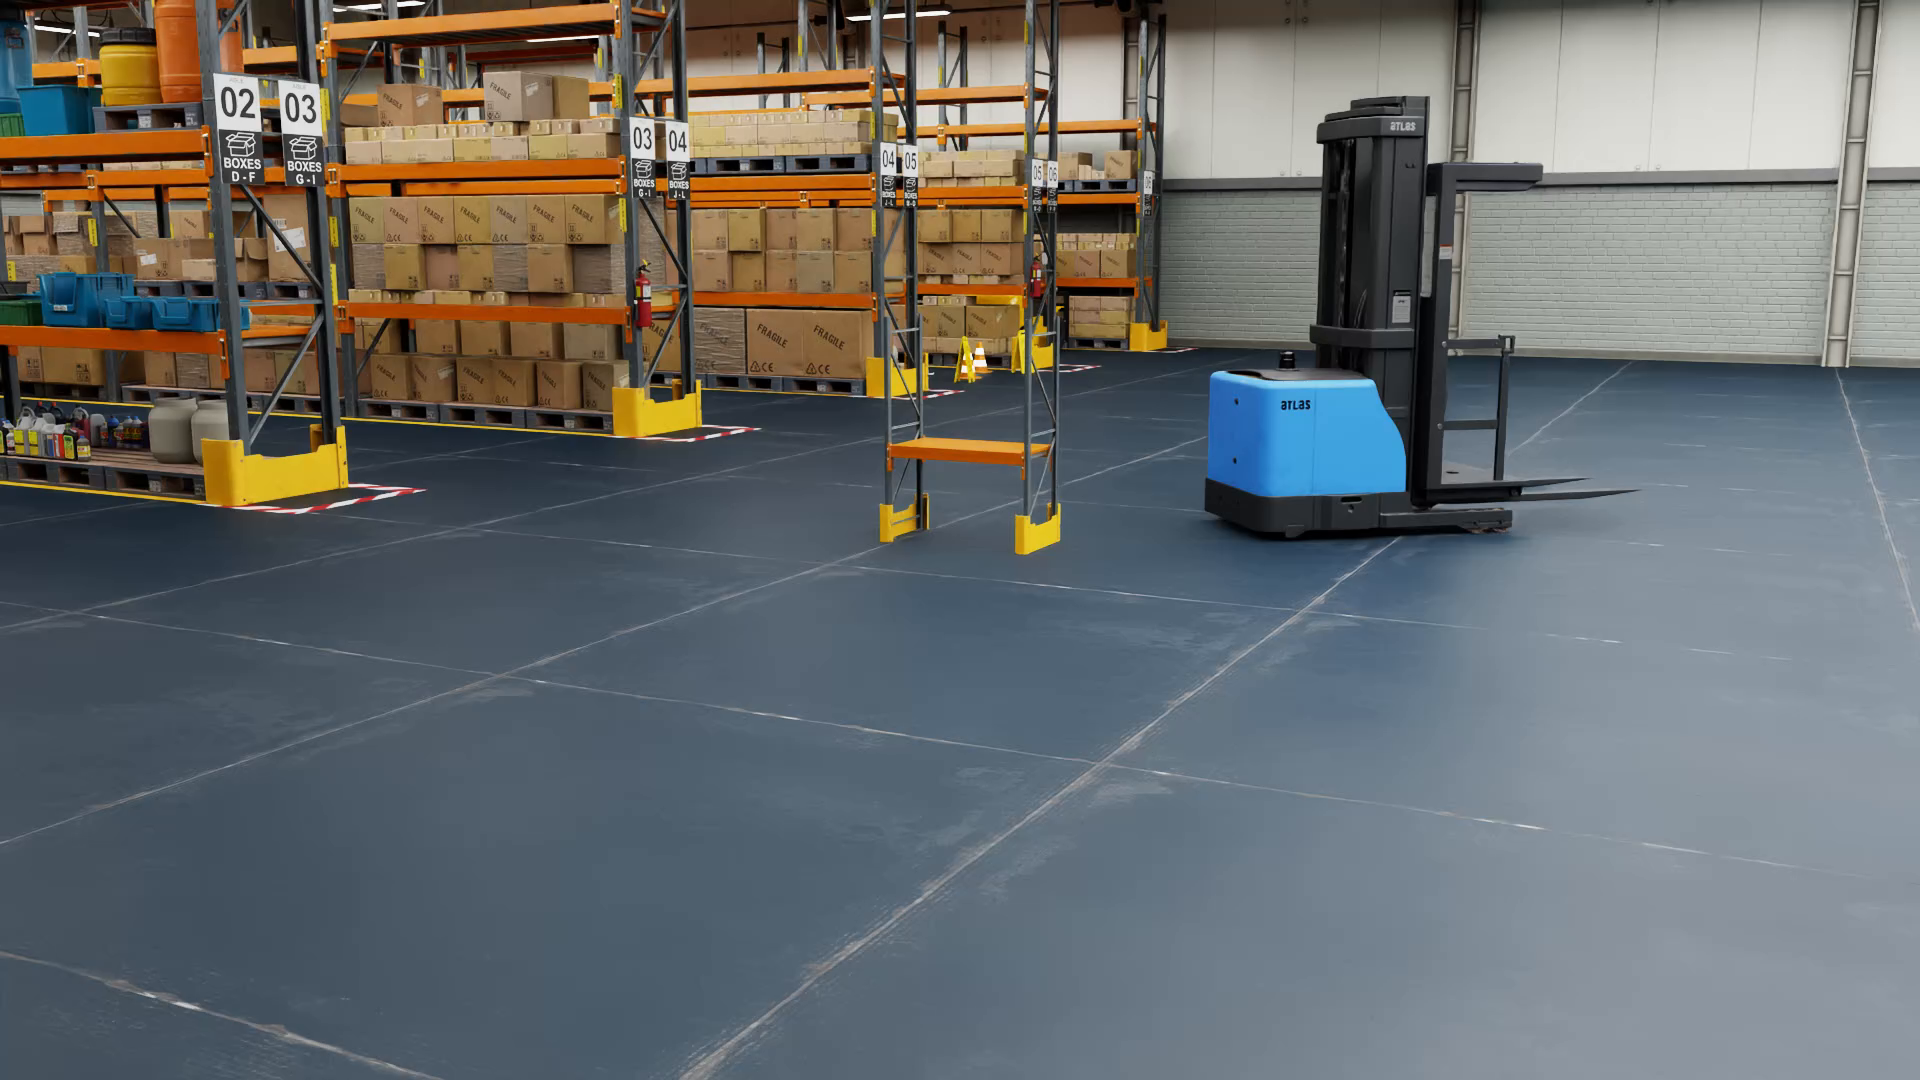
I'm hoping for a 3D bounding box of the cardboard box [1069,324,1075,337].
[{"bbox_3d":[2.007,-3.925,31.035,0.500,0.250,0.500,5,11,26],"label":"cardboard box"}]

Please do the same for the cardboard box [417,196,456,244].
[{"bbox_3d":[-5.522,-3.475,18.086,0.500,0.500,0.500,5,11,26],"label":"cardboard box"}]

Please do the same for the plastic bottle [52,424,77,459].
[{"bbox_3d":[-7.370,-0.811,13.703,0.135,0.276,0.152,5,11,26],"label":"plastic bottle"}]

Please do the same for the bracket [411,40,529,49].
[{"bbox_3d":[-10.373,-11.050,36.908,4.783,0.066,0.076,5,11,26],"label":"bracket"}]

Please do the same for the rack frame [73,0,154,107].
[{"bbox_3d":[-10.298,-6.210,20.273,0.127,3.000,1.000,5,11,26],"label":"rack frame"}]

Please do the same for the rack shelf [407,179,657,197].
[{"bbox_3d":[-6.219,-5.006,24.066,4.000,0.370,1.077,5,11,26],"label":"rack shelf"}]

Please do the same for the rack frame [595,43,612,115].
[{"bbox_3d":[-7.307,-8.901,35.141,0.127,3.000,1.000,5,11,26],"label":"rack frame"}]

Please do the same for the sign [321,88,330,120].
[{"bbox_3d":[-6.953,-4.778,18.226,0.005,0.325,0.100,5,11,26],"label":"sign"}]

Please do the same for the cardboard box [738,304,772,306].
[{"bbox_3d":[-4.194,-4.609,34.113,0.500,0.500,0.500,5,12,27],"label":"cardboard box"}]

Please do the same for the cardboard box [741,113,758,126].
[{"bbox_3d":[-2.658,-5.505,21.806,0.250,0.149,0.380,5,11,26],"label":"cardboard box"}]

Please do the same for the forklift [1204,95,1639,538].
[{"bbox_3d":[3.340,-1.575,11.700,3.031,2.935,1.130,-3,11,-14],"label":"forklift"}]

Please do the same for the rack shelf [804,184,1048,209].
[{"bbox_3d":[-0.532,-5.490,26.737,4.000,0.370,1.077,5,11,26],"label":"rack shelf"}]

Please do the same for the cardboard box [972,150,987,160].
[{"bbox_3d":[0.376,-5.978,25.881,0.250,0.149,0.380,5,11,25],"label":"cardboard box"}]

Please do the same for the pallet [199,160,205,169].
[{"bbox_3d":[-8.149,-4.473,19.627,1.003,0.211,1.213,5,11,26],"label":"pallet"}]

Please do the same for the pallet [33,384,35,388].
[{"bbox_3d":[-13.160,-2.152,22.527,1.213,0.211,1.003,5,11,26],"label":"pallet"}]

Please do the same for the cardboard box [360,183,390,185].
[{"bbox_3d":[-8.637,-5.571,24.888,0.500,0.500,0.500,5,11,26],"label":"cardboard box"}]

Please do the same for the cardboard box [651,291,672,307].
[{"bbox_3d":[-3.274,-2.564,17.681,0.250,0.149,0.380,5,11,26],"label":"cardboard box"}]

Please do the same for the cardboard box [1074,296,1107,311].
[{"bbox_3d":[2.443,-4.374,30.711,0.500,0.250,0.500,5,12,27],"label":"cardboard box"}]

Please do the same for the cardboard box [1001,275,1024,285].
[{"bbox_3d":[0.831,-4.082,26.065,0.250,0.149,0.380,5,12,28],"label":"cardboard box"}]

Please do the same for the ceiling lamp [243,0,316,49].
[{"bbox_3d":[-14.328,-11.928,35.475,0.800,3.185,2.000,5,11,26],"label":"ceiling lamp"}]

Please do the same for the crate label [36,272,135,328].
[{"bbox_3d":[-7.085,-1.955,13.513,0.616,0.435,0.502,5,11,26],"label":"crate label"}]

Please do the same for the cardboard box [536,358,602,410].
[{"bbox_3d":[-4.227,-1.697,18.026,0.500,0.500,0.500,9,14,41],"label":"cardboard box"}]

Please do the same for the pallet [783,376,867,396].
[{"bbox_3d":[-1.590,-2.090,22.184,1.213,0.211,1.003,5,11,26],"label":"pallet"}]

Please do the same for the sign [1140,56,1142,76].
[{"bbox_3d":[3.201,-8.368,29.354,0.005,0.325,0.100,5,11,26],"label":"sign"}]

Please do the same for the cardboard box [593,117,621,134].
[{"bbox_3d":[-3.511,-4.198,16.880,0.250,0.149,0.380,5,11,26],"label":"cardboard box"}]

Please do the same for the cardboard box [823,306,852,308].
[{"bbox_3d":[-1.916,-3.658,27.456,0.500,0.500,0.500,6,12,29],"label":"cardboard box"}]

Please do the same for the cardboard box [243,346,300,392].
[{"bbox_3d":[-8.173,-2.065,20.003,0.500,0.500,0.700,4,11,21],"label":"cardboard box"}]

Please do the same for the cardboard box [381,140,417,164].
[{"bbox_3d":[-5.944,-4.227,18.164,0.500,0.250,0.500,5,11,25],"label":"cardboard box"}]

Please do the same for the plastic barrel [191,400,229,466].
[{"bbox_3d":[-5.939,-0.858,13.356,0.421,0.512,0.421,0,10,0],"label":"plastic barrel"}]

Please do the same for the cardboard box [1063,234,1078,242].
[{"bbox_3d":[2.085,-5.577,30.687,0.250,0.149,0.380,5,12,27],"label":"cardboard box"}]

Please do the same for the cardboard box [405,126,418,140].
[{"bbox_3d":[-5.813,-4.419,18.101,0.250,0.149,0.380,5,12,28],"label":"cardboard box"}]

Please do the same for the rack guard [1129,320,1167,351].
[{"bbox_3d":[3.476,-3.771,30.663,0.348,0.500,1.175,5,11,26],"label":"rack guard"}]

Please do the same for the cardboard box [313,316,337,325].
[{"bbox_3d":[-9.648,-3.480,25.770,0.500,0.250,0.500,5,12,27],"label":"cardboard box"}]

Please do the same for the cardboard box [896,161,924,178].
[{"bbox_3d":[-0.689,-5.875,26.433,0.500,0.250,0.500,5,11,26],"label":"cardboard box"}]

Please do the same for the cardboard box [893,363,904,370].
[{"bbox_3d":[-0.807,-2.588,25.111,0.380,0.149,0.250,-7,12,-33],"label":"cardboard box"}]

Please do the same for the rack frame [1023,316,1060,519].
[{"bbox_3d":[0.532,-0.691,10.838,0.032,1.500,0.500,5,11,26],"label":"rack frame"}]

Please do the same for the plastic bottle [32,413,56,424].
[{"bbox_3d":[-8.068,-0.982,14.647,0.135,0.276,0.152,5,11,26],"label":"plastic bottle"}]

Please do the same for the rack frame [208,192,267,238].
[{"bbox_3d":[-11.600,-4.357,26.881,0.127,3.000,1.000,5,11,26],"label":"rack frame"}]

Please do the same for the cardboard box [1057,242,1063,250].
[{"bbox_3d":[1.858,-5.451,30.825,0.250,0.149,0.380,5,11,26],"label":"cardboard box"}]

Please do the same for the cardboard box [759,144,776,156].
[{"bbox_3d":[-2.426,-5.092,21.765,0.250,0.149,0.380,5,11,26],"label":"cardboard box"}]

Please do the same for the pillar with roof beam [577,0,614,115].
[{"bbox_3d":[-9.438,-8.412,32.441,0.548,9.000,9.100,5,11,26],"label":"pillar with roof beam"}]

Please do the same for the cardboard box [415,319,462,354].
[{"bbox_3d":[-7.506,-3.079,24.958,0.750,0.750,1.050,5,11,25],"label":"cardboard box"}]

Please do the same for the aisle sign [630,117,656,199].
[{"bbox_3d":[-3.201,-3.854,16.801,0.004,0.787,0.394,5,11,26],"label":"aisle sign"}]

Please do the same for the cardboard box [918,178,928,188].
[{"bbox_3d":[-0.580,-5.660,26.362,0.250,0.149,0.380,5,11,25],"label":"cardboard box"}]

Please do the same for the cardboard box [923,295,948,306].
[{"bbox_3d":[-0.391,-3.833,26.600,0.250,0.149,0.380,6,12,28],"label":"cardboard box"}]

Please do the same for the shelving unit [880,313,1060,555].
[{"bbox_3d":[0.068,-0.732,11.063,1.083,1.500,0.587,5,11,26],"label":"shelving unit"}]

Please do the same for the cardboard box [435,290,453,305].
[{"bbox_3d":[-5.519,-2.659,18.206,0.250,0.149,0.380,5,11,26],"label":"cardboard box"}]

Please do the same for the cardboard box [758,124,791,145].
[{"bbox_3d":[-2.299,-5.289,21.735,0.500,0.250,0.500,5,11,25],"label":"cardboard box"}]

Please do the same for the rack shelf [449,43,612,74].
[{"bbox_3d":[-9.101,-10.340,35.780,4.000,0.370,1.077,5,11,26],"label":"rack shelf"}]

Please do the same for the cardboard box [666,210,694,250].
[{"bbox_3d":[-3.565,-4.272,22.961,0.550,0.550,0.875,5,11,26],"label":"cardboard box"}]

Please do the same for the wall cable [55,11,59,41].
[{"bbox_3d":[-18.995,-11.531,32.828,0.029,3.000,2.355,5,11,26],"label":"wall cable"}]

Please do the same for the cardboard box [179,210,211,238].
[{"bbox_3d":[-12.141,-5.038,26.723,0.500,0.500,0.500,5,11,24],"label":"cardboard box"}]

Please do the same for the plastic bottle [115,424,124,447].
[{"bbox_3d":[-7.289,-0.911,14.463,0.097,0.201,0.097,0,10,0],"label":"plastic bottle"}]

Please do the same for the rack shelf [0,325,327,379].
[{"bbox_3d":[-7.109,-1.640,13.888,4.000,0.370,1.077,5,11,26],"label":"rack shelf"}]

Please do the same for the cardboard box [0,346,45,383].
[{"bbox_3d":[-11.704,-2.548,21.673,0.875,0.875,1.225,5,11,26],"label":"cardboard box"}]
